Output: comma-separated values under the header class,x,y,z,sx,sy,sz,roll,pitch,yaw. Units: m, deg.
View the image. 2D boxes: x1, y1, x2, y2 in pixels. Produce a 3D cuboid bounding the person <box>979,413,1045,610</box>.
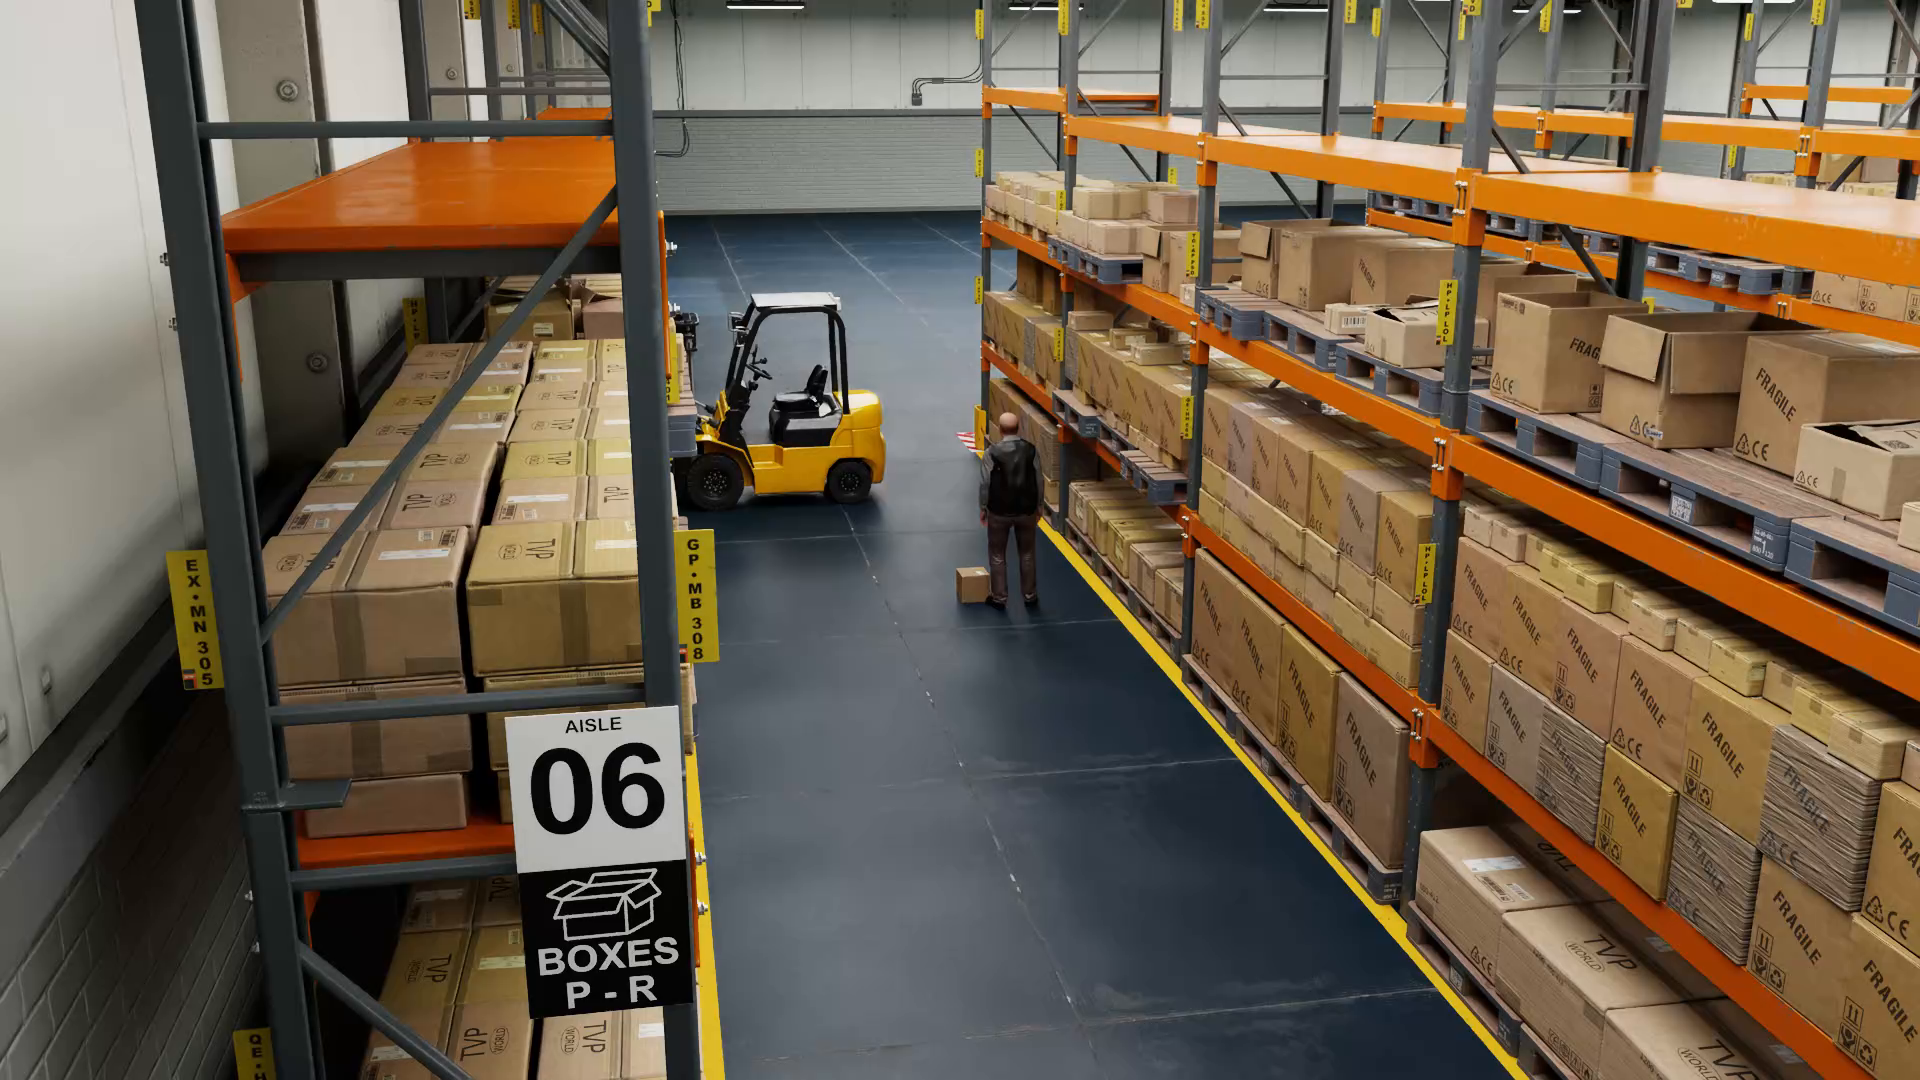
class,x,y,z,sx,sy,sz,roll,pitch,yaw
person,0.448,-0.244,14.417,0.579,1.720,0.420,-3,17,-11
